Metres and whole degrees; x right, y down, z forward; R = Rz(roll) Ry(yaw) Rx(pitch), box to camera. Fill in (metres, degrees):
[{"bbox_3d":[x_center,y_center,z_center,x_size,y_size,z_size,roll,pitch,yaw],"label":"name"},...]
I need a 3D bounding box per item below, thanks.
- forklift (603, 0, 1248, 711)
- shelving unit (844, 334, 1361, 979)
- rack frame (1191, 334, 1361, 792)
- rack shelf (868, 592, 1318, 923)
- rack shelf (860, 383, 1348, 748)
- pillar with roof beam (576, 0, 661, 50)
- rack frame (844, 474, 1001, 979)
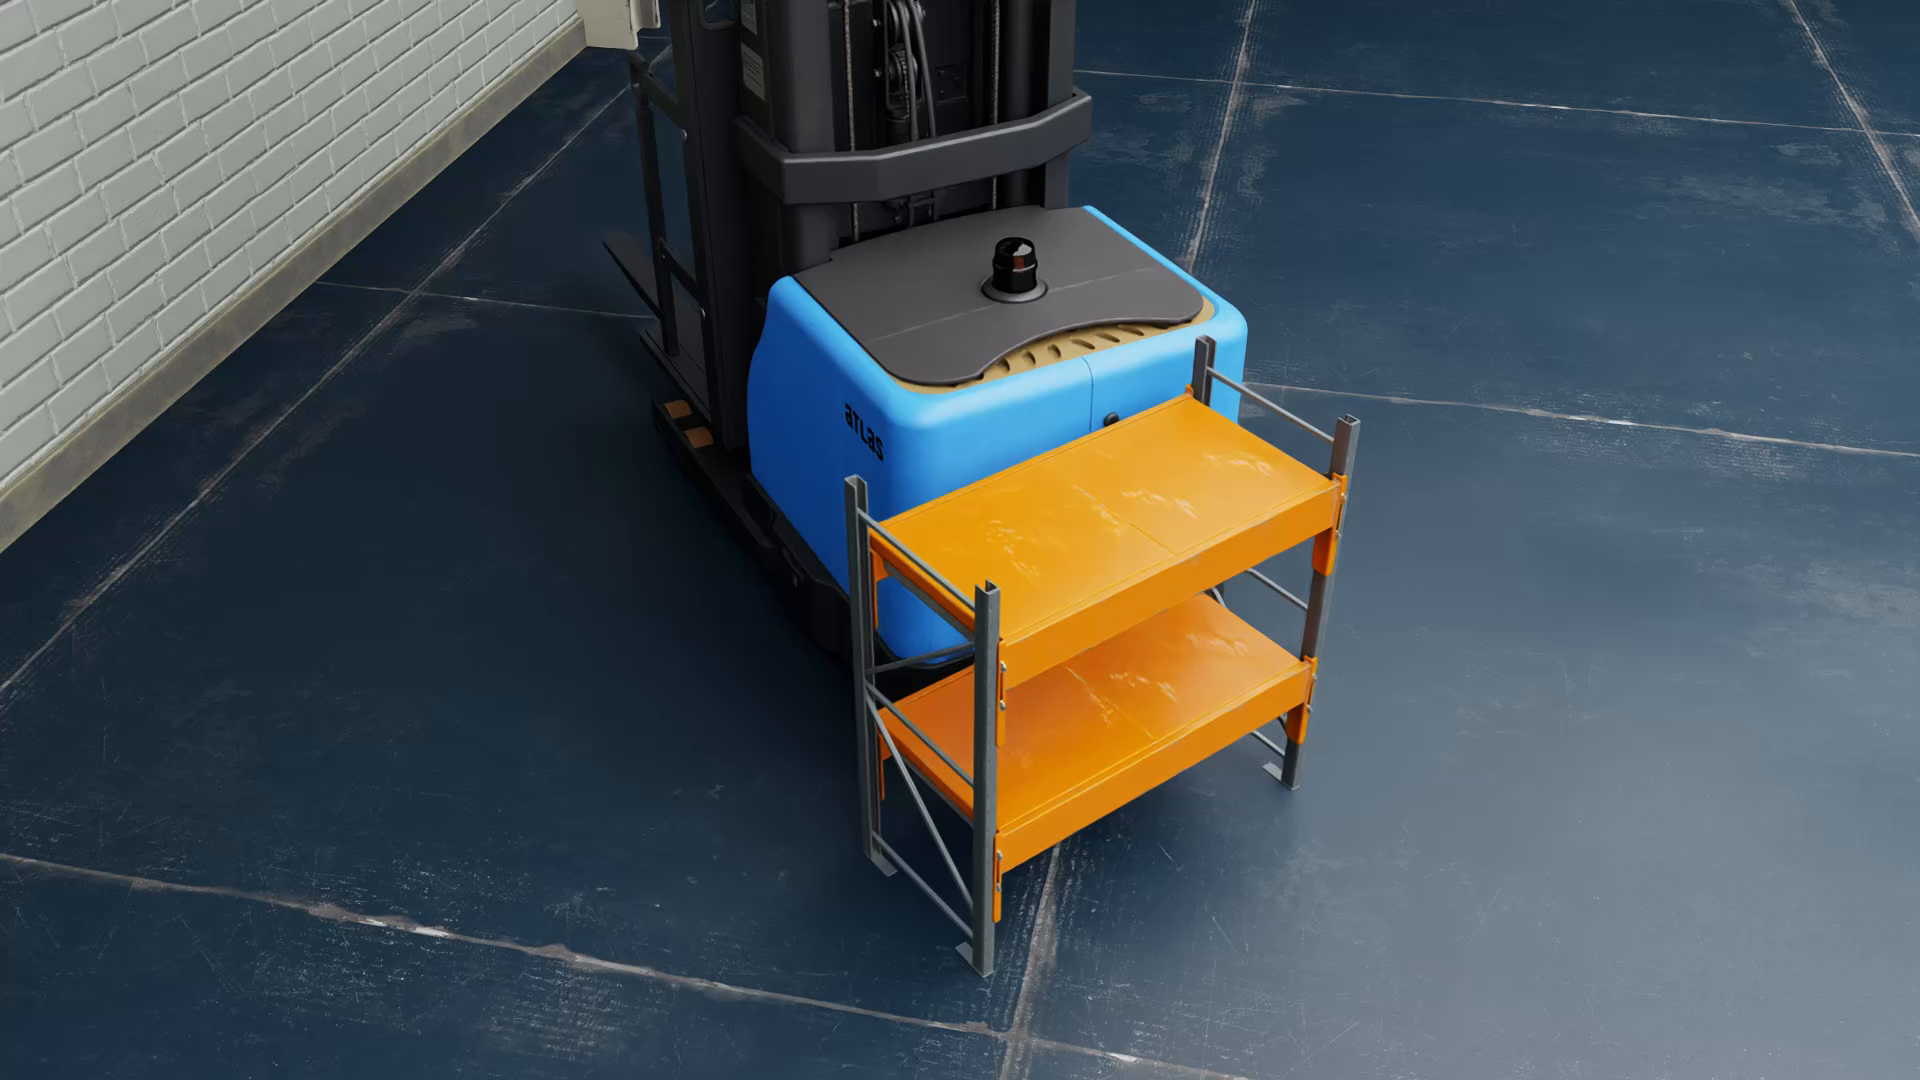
[{"bbox_3d":[-0.389,-1.511,4.838,1.130,2.935,3.031,-17,39,-22],"label":"forklift"},{"bbox_3d":[0.323,0.259,3.934,1.048,1.125,0.538,-24,42,-29],"label":"shelving unit"},{"bbox_3d":[0.730,0.080,4.181,0.032,1.125,0.500,-24,42,-29],"label":"rack frame"},{"bbox_3d":[0.323,0.457,4.078,1.000,0.278,0.538,-24,42,-29],"label":"rack shelf"},{"bbox_3d":[0.323,0.022,3.762,1.000,0.278,0.538,-24,42,-29],"label":"rack shelf"},{"bbox_3d":[2.366,-5.847,5.650,9.100,9.000,0.400,7,37,10],"label":"pillar with roof beam"},{"bbox_3d":[-0.083,0.438,3.687,0.032,1.125,0.500,-24,42,-29],"label":"rack frame"}]
